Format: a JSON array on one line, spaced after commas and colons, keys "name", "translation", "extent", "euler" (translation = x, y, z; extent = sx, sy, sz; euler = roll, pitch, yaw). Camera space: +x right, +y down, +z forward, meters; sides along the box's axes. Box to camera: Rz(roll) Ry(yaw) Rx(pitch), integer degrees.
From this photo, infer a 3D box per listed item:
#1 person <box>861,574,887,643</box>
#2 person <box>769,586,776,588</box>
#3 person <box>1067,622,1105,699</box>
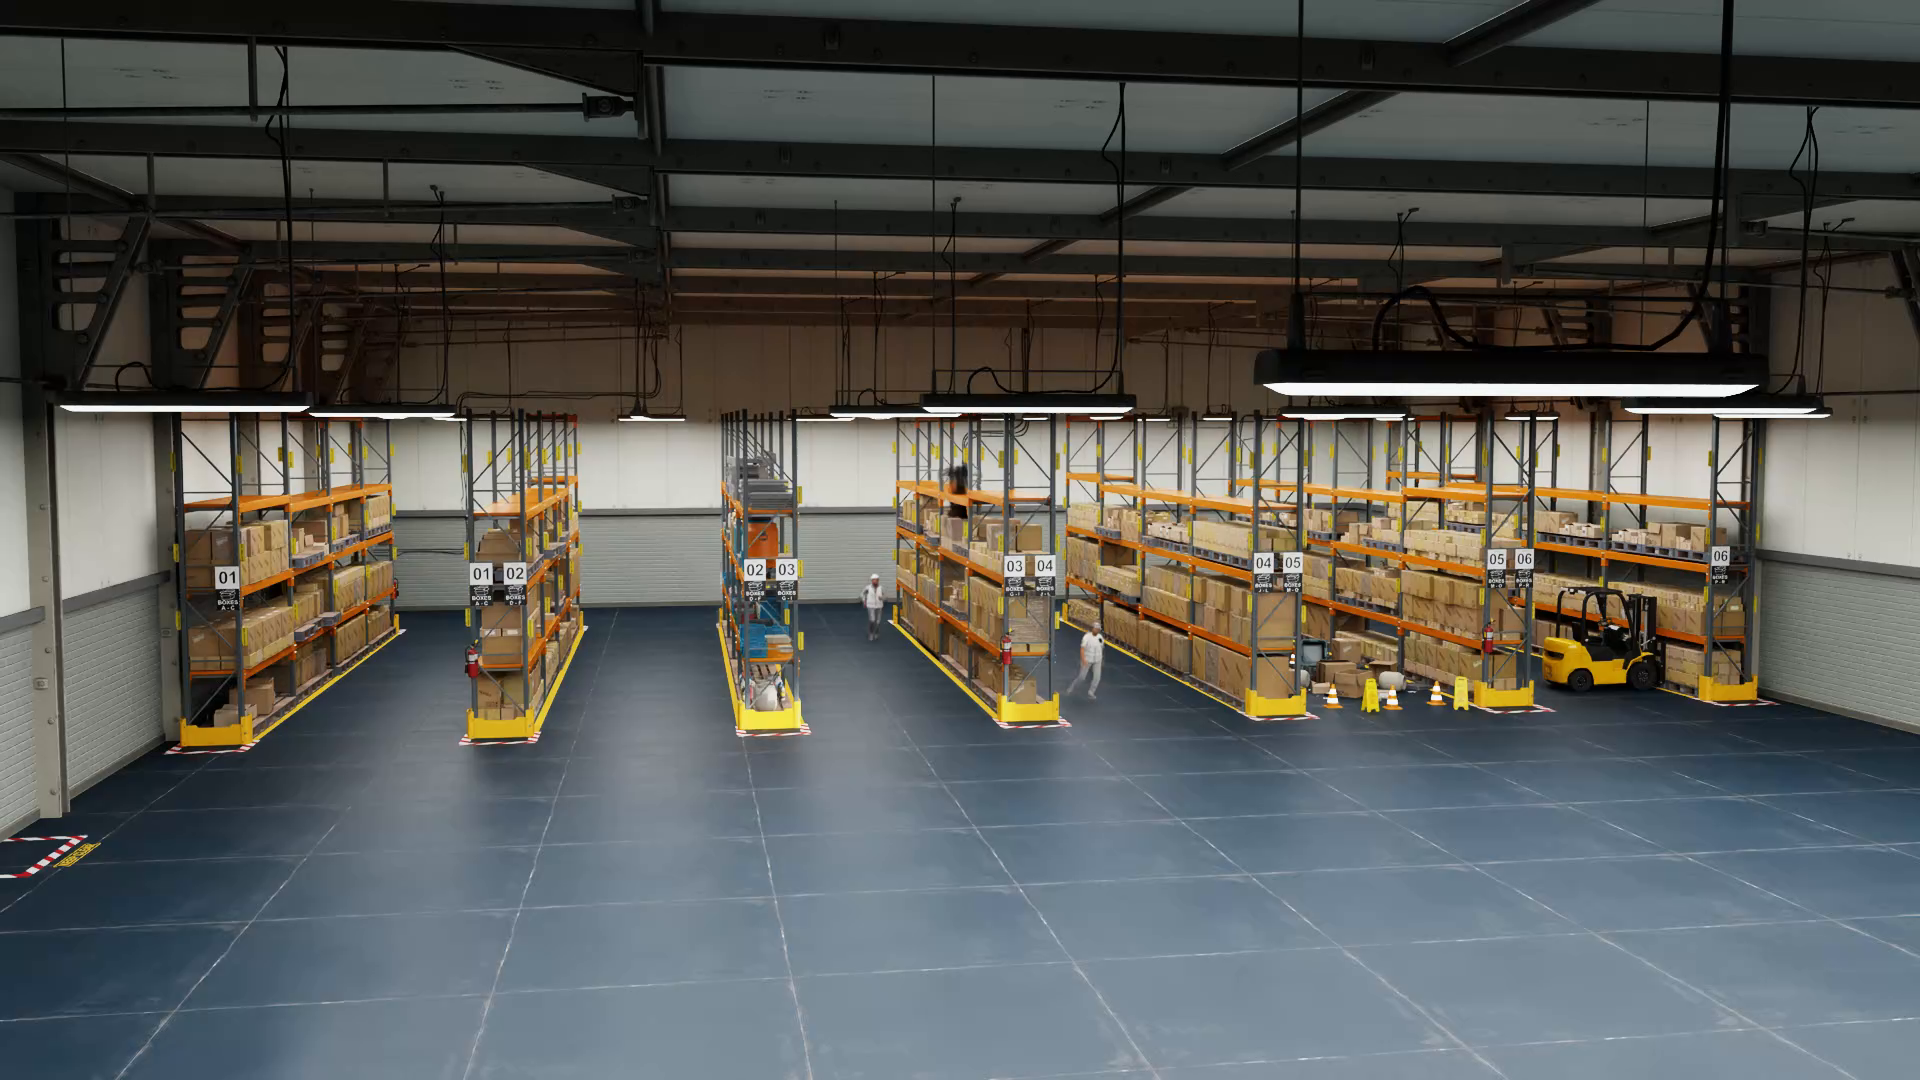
[{"name": "person", "translation": [-2.241, 1.795, 43.714], "extent": [0.635, 1.799, 0.725], "euler": [-1, 4, -15]}, {"name": "person", "translation": [-5.580, 1.450, 49.464], "extent": [0.861, 1.609, 0.538], "euler": [1, 4, 7]}, {"name": "person", "translation": [2.639, 2.498, 34.616], "extent": [0.751, 1.599, 0.581], "euler": [-1, 4, -13]}]
